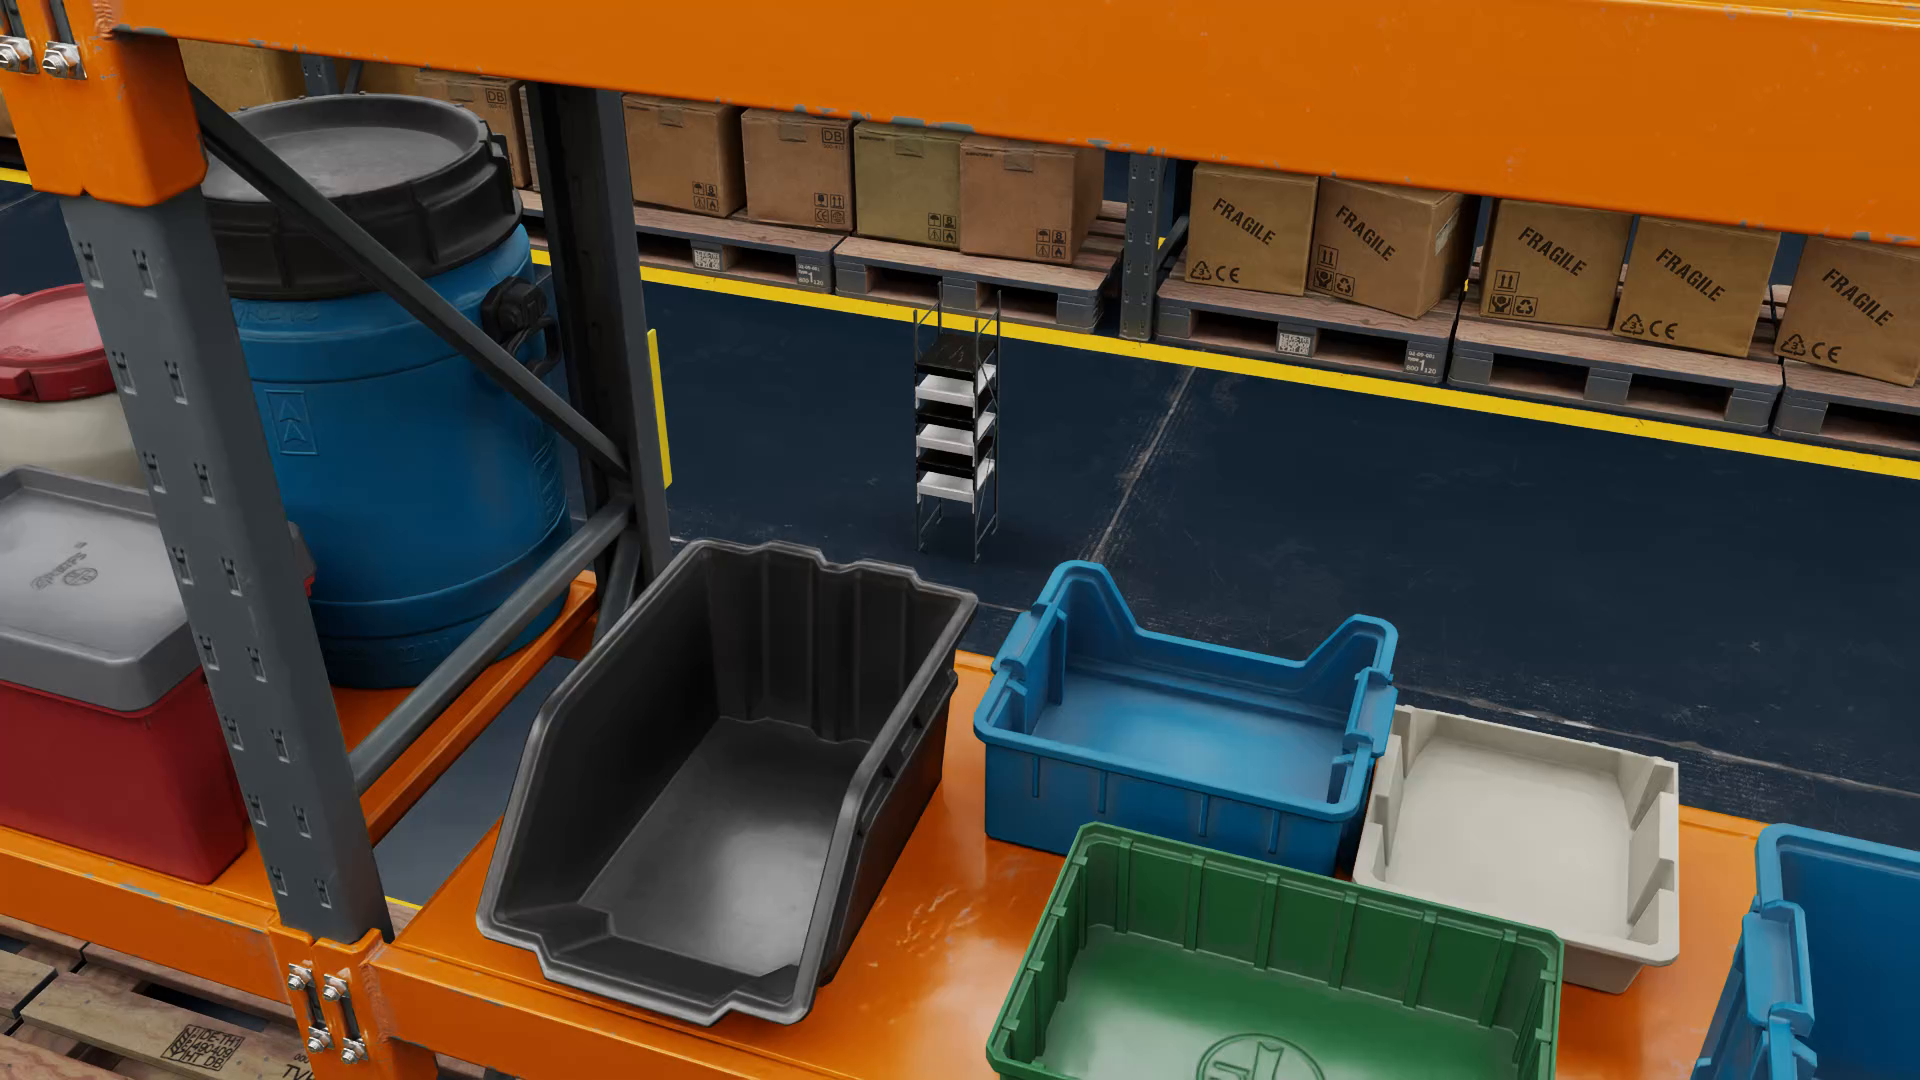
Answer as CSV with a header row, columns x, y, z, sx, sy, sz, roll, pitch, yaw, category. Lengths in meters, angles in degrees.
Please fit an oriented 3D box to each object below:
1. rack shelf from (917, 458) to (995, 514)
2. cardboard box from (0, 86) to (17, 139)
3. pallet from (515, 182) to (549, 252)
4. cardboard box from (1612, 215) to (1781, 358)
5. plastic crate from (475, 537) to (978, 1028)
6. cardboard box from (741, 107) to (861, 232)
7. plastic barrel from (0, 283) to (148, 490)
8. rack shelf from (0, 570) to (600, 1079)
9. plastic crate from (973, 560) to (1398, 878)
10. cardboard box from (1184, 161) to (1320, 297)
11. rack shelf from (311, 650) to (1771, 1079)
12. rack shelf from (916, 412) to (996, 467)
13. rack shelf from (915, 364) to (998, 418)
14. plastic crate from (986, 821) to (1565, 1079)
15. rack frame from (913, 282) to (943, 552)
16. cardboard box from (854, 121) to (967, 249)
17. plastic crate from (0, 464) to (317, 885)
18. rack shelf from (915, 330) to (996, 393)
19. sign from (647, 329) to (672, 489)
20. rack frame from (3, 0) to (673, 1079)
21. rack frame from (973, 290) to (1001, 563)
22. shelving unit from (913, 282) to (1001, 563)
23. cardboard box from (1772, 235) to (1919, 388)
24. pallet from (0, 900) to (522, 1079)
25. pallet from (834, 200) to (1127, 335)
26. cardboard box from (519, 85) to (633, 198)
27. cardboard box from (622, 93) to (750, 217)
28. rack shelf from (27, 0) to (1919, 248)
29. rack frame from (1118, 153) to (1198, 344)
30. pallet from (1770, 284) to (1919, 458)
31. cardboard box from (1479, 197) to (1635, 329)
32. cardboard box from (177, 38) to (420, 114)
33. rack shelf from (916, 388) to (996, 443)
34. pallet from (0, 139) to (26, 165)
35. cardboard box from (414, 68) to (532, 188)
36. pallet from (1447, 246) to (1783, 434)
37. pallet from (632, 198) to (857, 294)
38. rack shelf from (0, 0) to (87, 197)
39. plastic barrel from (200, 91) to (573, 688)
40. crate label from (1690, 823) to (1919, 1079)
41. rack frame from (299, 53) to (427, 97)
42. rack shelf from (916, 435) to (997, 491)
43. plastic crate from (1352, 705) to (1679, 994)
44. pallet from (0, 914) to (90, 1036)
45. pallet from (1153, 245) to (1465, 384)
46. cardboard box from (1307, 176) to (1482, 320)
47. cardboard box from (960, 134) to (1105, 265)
x,y,z,sx,sy,sz,roll,pitch,yaw,category
-0.008,-0.200,5.624,0.200,0.077,0.258,11,34,16,rack shelf
-4.343,-2.677,8.702,0.875,0.875,1.225,11,34,17,cardboard box
-2.129,-1.774,8.302,1.213,0.211,1.003,11,34,16,pallet
2.928,-1.090,6.590,0.500,0.500,0.500,14,35,21,cardboard box
-0.319,0.359,2.486,0.504,0.338,0.767,11,34,16,plastic crate
-0.638,-1.814,7.693,0.500,0.500,0.700,8,34,12,cardboard box
-1.596,-0.172,3.126,0.433,0.535,0.433,0,33,0,plastic barrel
-2.652,0.108,3.480,4.000,0.370,1.077,11,34,16,rack shelf
0.364,0.299,2.659,0.616,0.251,0.499,11,34,16,plastic crate
1.265,-1.389,7.054,0.500,0.500,0.500,10,34,15,cardboard box
1.114,0.840,2.346,4.000,0.370,1.077,11,34,16,rack shelf
-0.008,-0.352,5.526,0.200,0.077,0.258,11,34,16,rack shelf
-0.008,-0.503,5.429,0.200,0.077,0.258,11,34,16,rack shelf
0.413,0.654,2.167,0.662,0.188,0.450,11,34,16,plastic crate
-0.103,-0.398,5.537,0.006,0.900,0.240,11,34,16,rack frame
-0.112,-1.712,7.535,0.500,0.500,0.700,11,34,16,cardboard box
-1.328,0.213,2.596,0.583,0.464,0.402,11,34,16,plastic crate
-0.008,-0.578,5.380,0.200,0.077,0.258,11,34,16,rack shelf
-0.573,-0.223,3.075,0.005,0.325,0.100,11,34,16,sign
-0.769,0.172,2.718,0.127,3.000,1.000,11,34,16,rack frame
0.088,-0.361,5.479,0.006,0.900,0.240,11,34,16,rack frame
-0.008,-0.380,5.508,0.210,0.900,0.258,11,34,16,shelving unit
3.511,-0.966,6.398,0.500,0.500,0.500,21,38,29,cardboard box
-1.522,1.220,3.666,1.213,0.211,1.003,11,34,16,pallet
0.168,-1.327,7.611,1.213,0.211,1.003,11,34,16,pallet
-1.700,-2.016,8.006,0.500,0.500,0.700,8,34,12,cardboard box
-1.164,-1.916,7.851,0.500,0.500,0.700,14,35,20,cardboard box
1.114,-0.420,1.532,4.000,0.370,1.077,11,34,16,rack shelf
0.902,-2.357,6.635,0.127,3.000,1.000,11,34,16,rack frame
3.843,-0.634,6.537,1.213,0.211,1.003,11,34,16,pallet
2.418,-1.215,6.784,0.500,0.500,0.500,8,34,12,cardboard box
-3.506,-2.510,8.443,0.875,0.875,1.225,9,34,14,cardboard box
-0.008,-0.427,5.477,0.200,0.077,0.258,11,34,16,rack shelf
-4.725,-2.324,9.155,1.213,0.211,1.003,11,34,16,pallet
-2.226,-2.111,8.153,0.500,0.500,0.700,9,34,14,cardboard box
2.698,-0.858,6.884,1.213,0.211,1.003,11,34,16,pallet
-0.984,-1.549,7.955,1.213,0.211,1.003,11,34,16,pallet
-2.652,-1.152,2.666,4.000,0.370,1.077,11,34,16,rack shelf
-1.031,-0.264,2.931,0.708,0.901,0.600,11,34,16,plastic barrel
1.172,0.691,1.882,0.616,0.435,0.502,11,34,16,crate label
-2.864,-3.089,7.769,0.127,3.000,1.000,11,34,16,rack frame
-0.008,-0.276,5.575,0.200,0.077,0.258,11,34,16,rack shelf
0.845,0.451,2.529,0.437,0.136,0.530,11,34,16,plastic crate
-2.674,0.997,4.010,1.213,0.211,1.003,11,34,16,pallet
1.546,-1.080,7.229,1.213,0.211,1.003,11,34,16,pallet
1.807,-1.289,6.898,0.500,0.500,0.500,23,39,31,cardboard box
0.331,-1.615,7.385,0.500,0.500,0.700,8,34,13,cardboard box
